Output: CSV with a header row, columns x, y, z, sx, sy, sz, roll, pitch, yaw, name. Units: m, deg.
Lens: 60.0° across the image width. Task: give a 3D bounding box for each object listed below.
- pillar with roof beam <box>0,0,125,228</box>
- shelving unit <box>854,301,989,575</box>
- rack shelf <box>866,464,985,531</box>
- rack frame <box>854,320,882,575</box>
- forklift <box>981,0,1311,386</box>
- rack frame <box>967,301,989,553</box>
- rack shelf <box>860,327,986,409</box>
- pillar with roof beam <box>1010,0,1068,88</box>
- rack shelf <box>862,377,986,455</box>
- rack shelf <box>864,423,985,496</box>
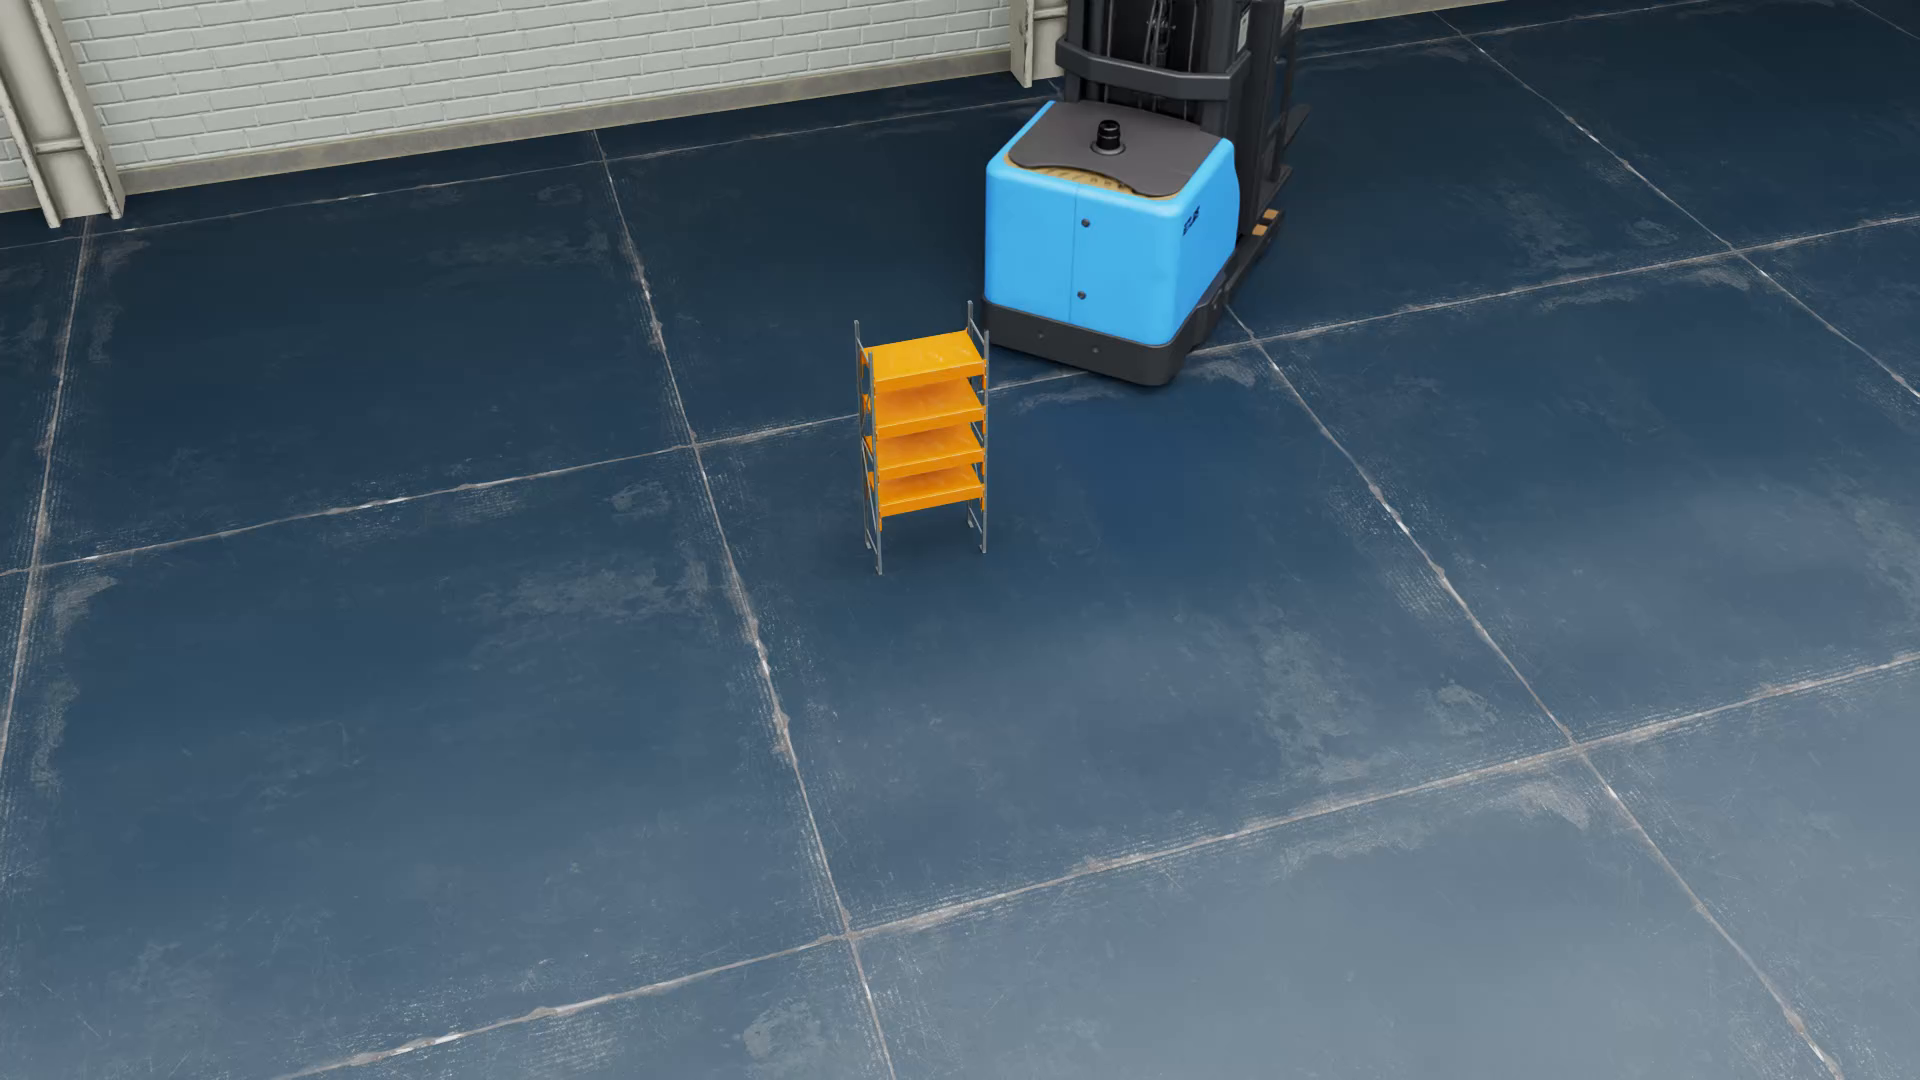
x,y,z,sx,sy,sz,roll,pitch,yaw,name
-3.863,-2.638,3.779,0.400,9.000,9.100,-12,42,-13,pillar with roof beam
-0.158,-0.419,7.167,0.503,1.200,0.258,-12,42,-13,shelving unit
-0.158,-0.219,7.342,0.480,0.148,0.258,-12,42,-13,rack shelf
-0.391,-0.371,7.112,0.015,1.200,0.240,-12,42,-13,rack frame
1.214,-2.847,8.630,1.130,2.935,3.031,18,44,19,forklift
0.075,-0.467,7.223,0.015,1.200,0.240,-12,42,-13,rack frame
-0.158,-0.715,6.909,0.480,0.148,0.258,-12,42,-13,rack shelf
1.860,-3.824,5.137,0.400,9.000,9.100,-12,42,-13,pillar with roof beam
-0.158,-0.537,7.064,0.480,0.148,0.258,-12,42,-13,rack shelf
-0.158,-0.368,7.212,0.480,0.148,0.258,-12,42,-13,rack shelf
